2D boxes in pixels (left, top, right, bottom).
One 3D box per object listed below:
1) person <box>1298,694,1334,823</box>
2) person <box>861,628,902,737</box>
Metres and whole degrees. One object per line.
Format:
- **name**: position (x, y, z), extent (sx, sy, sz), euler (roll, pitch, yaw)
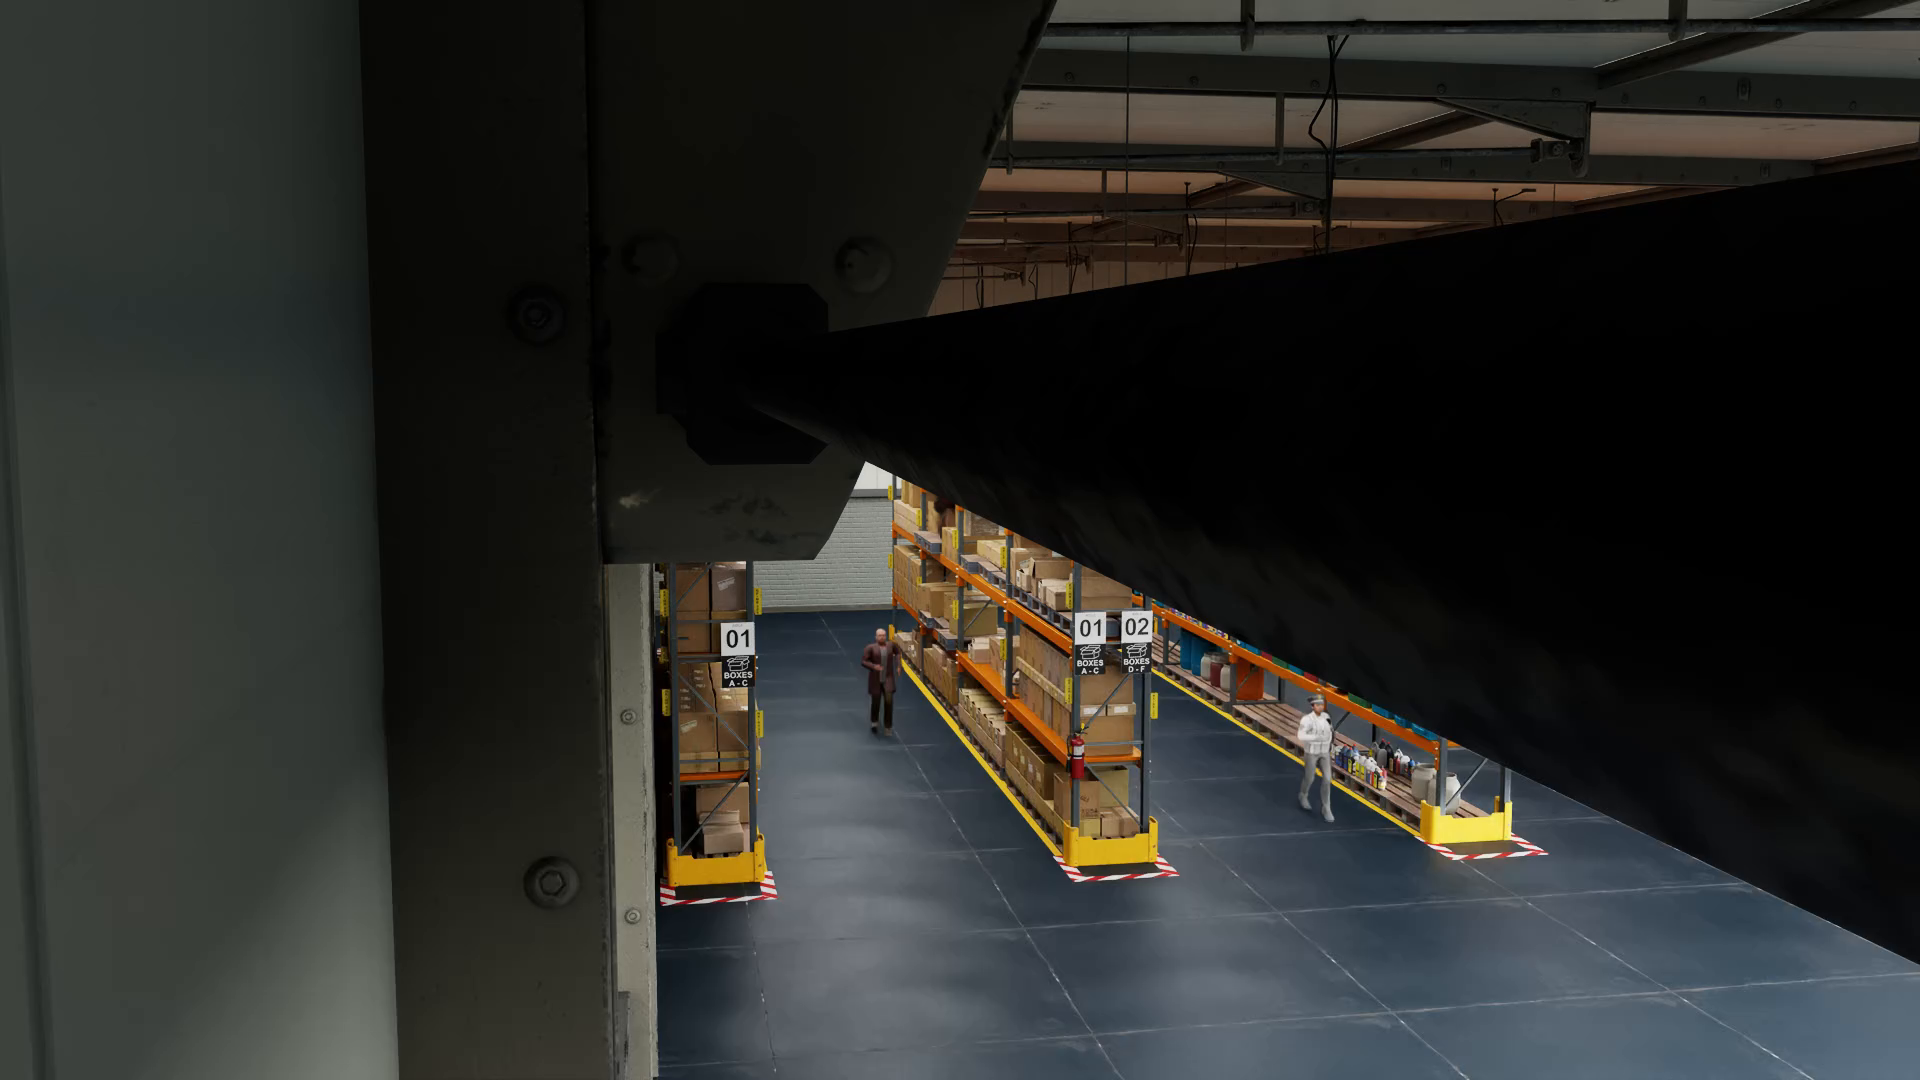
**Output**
- **person**: position (4.948, 2.982, 23.079), extent (0.602, 1.733, 0.812), euler (-1, 6, -11)
- **person**: position (-1.322, 2.420, 28.211), extent (0.735, 1.869, 0.836), euler (-1, 6, -12)
